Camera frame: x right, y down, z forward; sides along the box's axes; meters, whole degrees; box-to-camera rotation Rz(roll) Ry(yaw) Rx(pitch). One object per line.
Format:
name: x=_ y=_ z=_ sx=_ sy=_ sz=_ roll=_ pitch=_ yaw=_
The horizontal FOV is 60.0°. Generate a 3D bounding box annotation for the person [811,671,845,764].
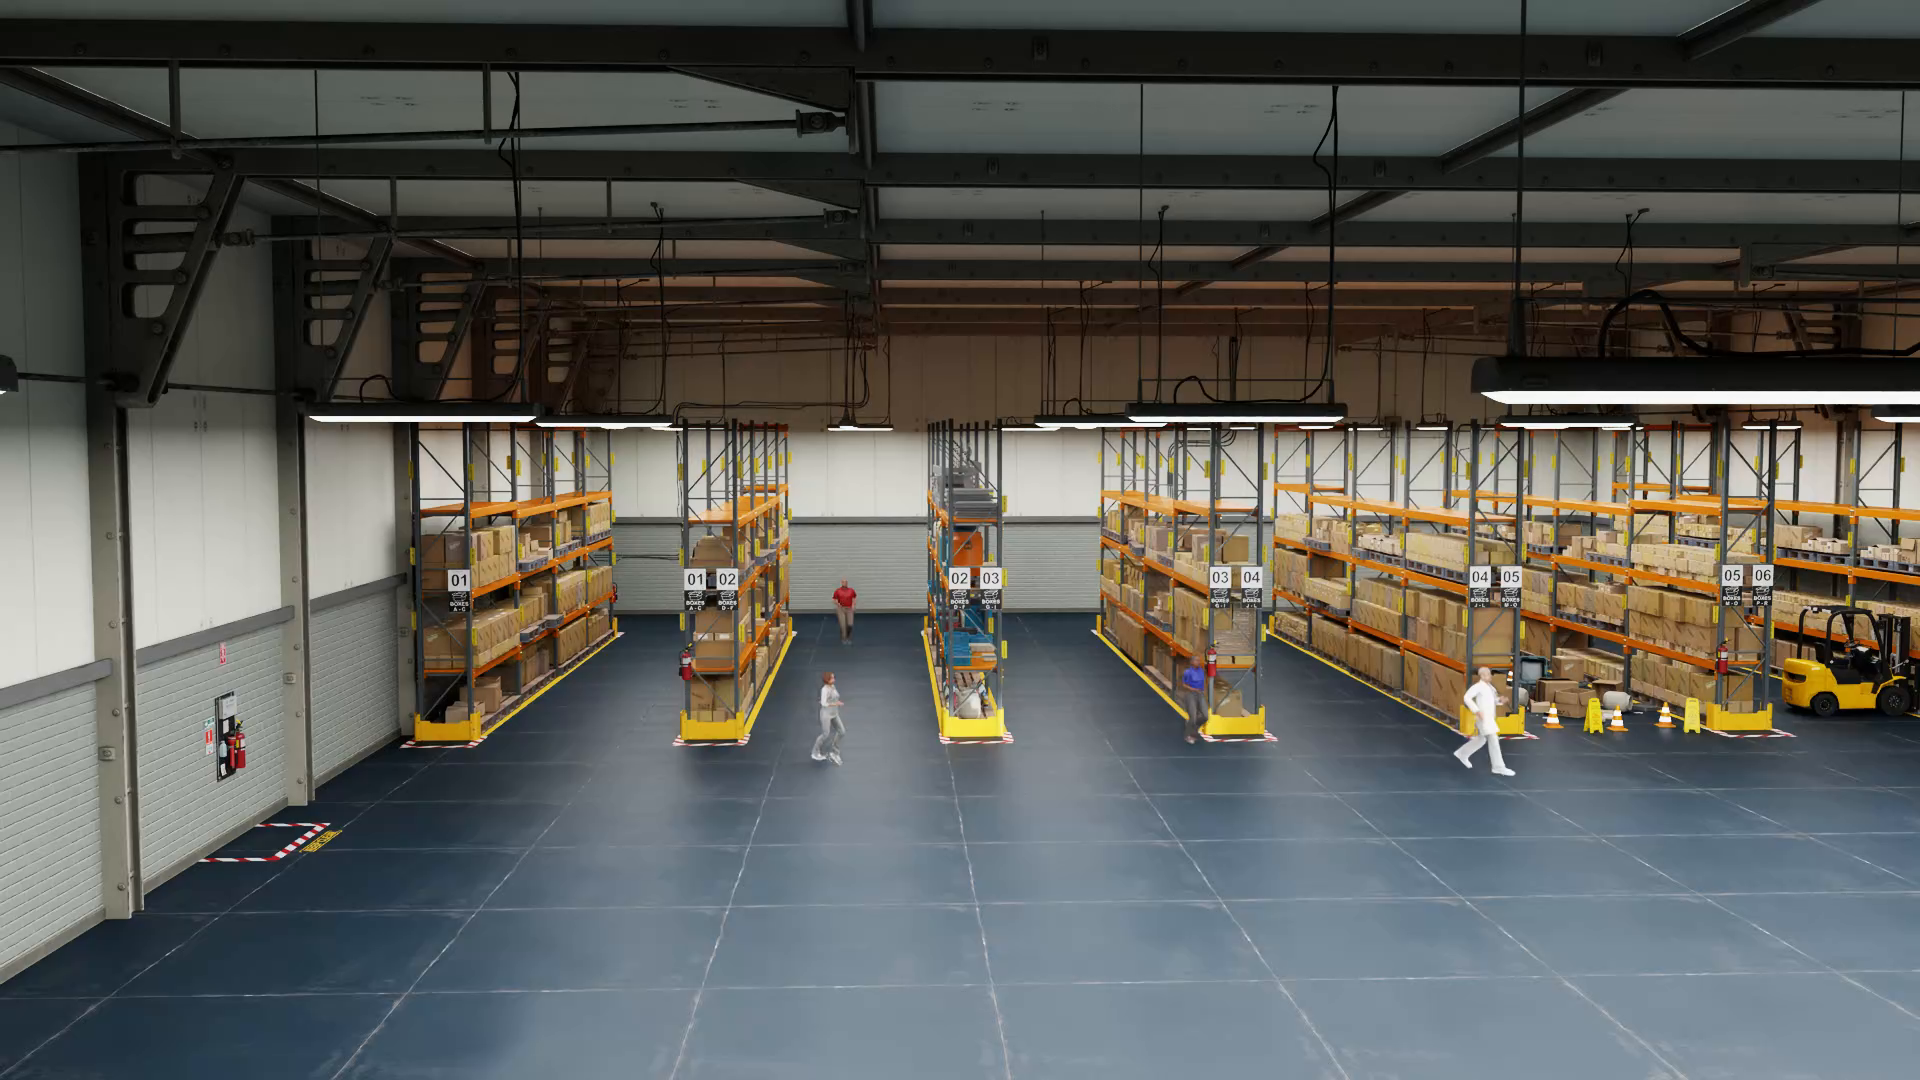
person: x=-2.267 y=3.085 z=28.786 sx=0.702 sy=1.634 sz=0.513 roll=2 pitch=4 yaw=27

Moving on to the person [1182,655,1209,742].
person: x=4.387 y=2.942 z=30.736 sx=0.584 sy=1.617 sz=0.546 roll=-2 pitch=4 yaw=-30

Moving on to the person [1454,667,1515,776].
person: x=8.810 y=3.016 z=27.924 sx=1.063 sy=1.765 sz=0.701 roll=2 pitch=4 yaw=33

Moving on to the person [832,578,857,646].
person: x=-2.944 y=1.870 z=42.780 sx=0.652 sy=1.749 sz=0.587 roll=-1 pitch=4 yaw=-10
